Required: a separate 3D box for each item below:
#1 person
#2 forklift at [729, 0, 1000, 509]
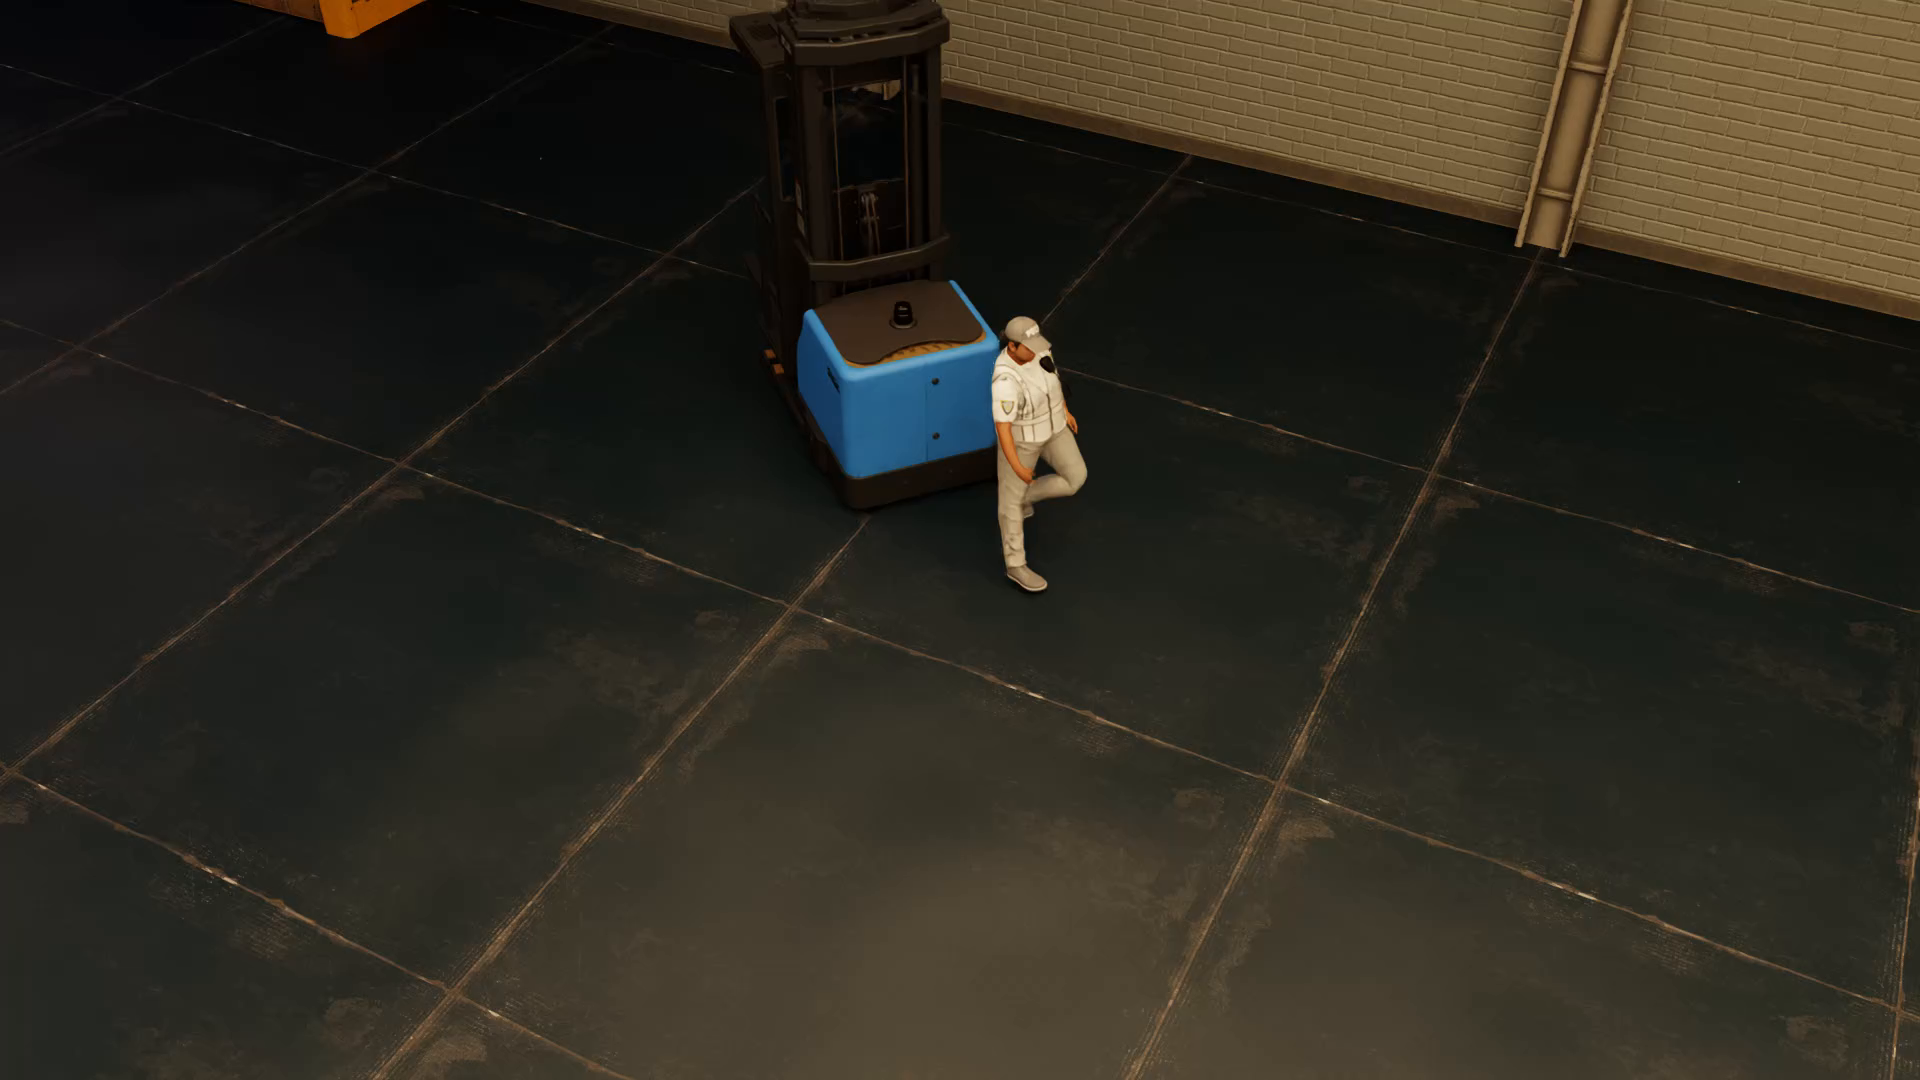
[{"bbox_3d":[0.467,-0.551,9.685,0.700,1.554,0.693,-32,49,-32],"label":"person"},{"bbox_3d":[-0.755,-2.269,10.680,1.130,2.935,3.031,-14,42,-16],"label":"forklift"}]
